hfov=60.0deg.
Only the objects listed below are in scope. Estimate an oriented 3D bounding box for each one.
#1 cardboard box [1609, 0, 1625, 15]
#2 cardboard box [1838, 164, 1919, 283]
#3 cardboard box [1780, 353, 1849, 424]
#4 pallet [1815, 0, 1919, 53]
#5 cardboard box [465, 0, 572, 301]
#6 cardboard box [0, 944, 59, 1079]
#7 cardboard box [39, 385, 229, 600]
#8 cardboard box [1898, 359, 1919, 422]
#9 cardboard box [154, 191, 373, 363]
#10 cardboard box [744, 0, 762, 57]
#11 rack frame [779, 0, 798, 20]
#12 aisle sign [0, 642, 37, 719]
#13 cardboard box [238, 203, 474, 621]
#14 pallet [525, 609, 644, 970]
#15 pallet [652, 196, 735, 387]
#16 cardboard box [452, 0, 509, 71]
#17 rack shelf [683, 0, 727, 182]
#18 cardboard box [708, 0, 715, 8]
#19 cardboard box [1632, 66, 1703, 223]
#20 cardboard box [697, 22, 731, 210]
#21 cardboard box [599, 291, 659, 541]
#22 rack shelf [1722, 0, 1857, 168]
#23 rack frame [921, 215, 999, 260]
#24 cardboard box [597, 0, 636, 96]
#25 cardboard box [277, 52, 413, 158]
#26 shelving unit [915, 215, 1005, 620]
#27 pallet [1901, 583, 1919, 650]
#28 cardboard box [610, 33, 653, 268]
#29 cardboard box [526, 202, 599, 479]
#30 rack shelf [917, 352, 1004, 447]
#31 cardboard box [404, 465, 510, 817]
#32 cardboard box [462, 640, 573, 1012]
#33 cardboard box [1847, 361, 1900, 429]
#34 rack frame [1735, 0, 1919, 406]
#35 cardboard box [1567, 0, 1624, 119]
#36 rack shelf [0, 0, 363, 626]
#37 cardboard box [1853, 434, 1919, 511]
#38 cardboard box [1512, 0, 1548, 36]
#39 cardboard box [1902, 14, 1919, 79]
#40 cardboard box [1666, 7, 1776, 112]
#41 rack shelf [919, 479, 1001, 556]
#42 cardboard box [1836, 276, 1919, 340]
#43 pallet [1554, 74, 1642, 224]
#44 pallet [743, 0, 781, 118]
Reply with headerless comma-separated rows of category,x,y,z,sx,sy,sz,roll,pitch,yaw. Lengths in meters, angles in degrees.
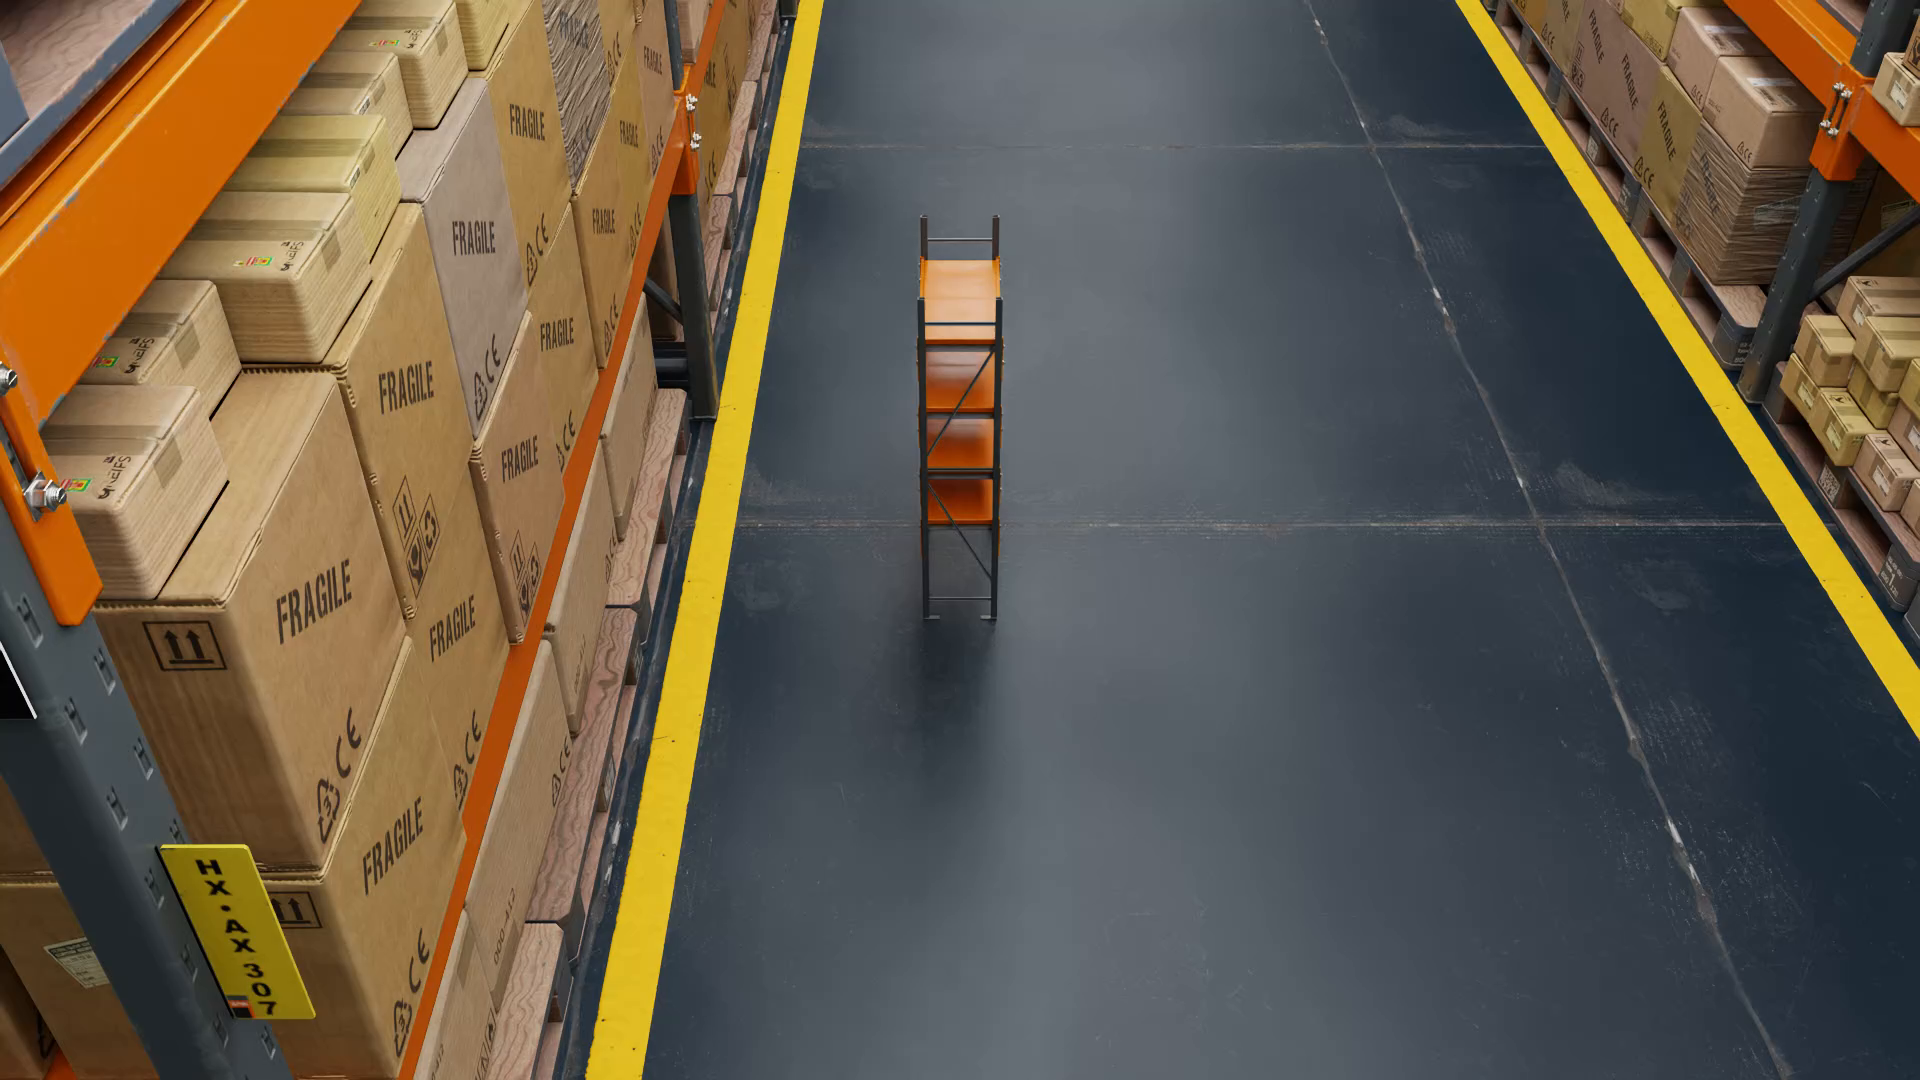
cardboard box,3.268,-2.651,7.722,0.500,0.250,0.500,0,39,0
cardboard box,3.790,-1.377,6.732,0.500,0.500,0.500,1,39,2
cardboard box,3.205,-0.550,5.981,0.380,0.149,0.250,-2,39,-2
pallet,3.670,-2.129,6.162,1.003,0.211,1.213,0,39,0
cardboard box,-1.153,-0.844,3.526,0.500,0.500,0.500,0,39,0
cardboard box,-1.685,0.502,2.645,0.500,0.500,0.500,0,39,0
cardboard box,-1.143,-0.062,2.031,0.380,0.149,0.250,1,39,1
cardboard box,3.310,-0.464,5.398,0.380,0.149,0.250,-1,39,-1
cardboard box,-1.100,-0.389,2.438,0.380,0.149,0.250,1,39,1
cardboard box,-1.511,-3.063,8.537,0.875,0.875,0.875,0,39,0
rack frame,-1.429,-4.161,8.543,1.000,3.000,0.127,0,39,0
aisle sign,-1.129,-0.128,1.432,0.394,0.787,0.004,0,39,0
cardboard box,-1.143,-0.211,2.735,0.500,0.500,0.500,-1,39,-1
pallet,-1.497,0.669,4.746,1.003,0.211,1.213,0,39,0
pallet,-1.500,-1.054,6.896,1.003,0.211,1.213,0,39,0
cardboard box,-1.103,-1.032,3.241,0.380,0.149,0.250,-1,39,-1
rack shelf,-1.426,-2.629,7.208,1.077,0.370,4.000,0,39,0
cardboard box,-1.163,-2.200,6.216,0.500,0.250,0.500,-1,39,-1
cardboard box,3.273,-1.698,7.133,0.500,0.500,0.500,-1,39,-1
cardboard box,-1.514,-1.947,7.144,0.875,0.875,0.875,1,39,1
cardboard box,-1.531,-0.431,5.602,0.875,0.438,0.875,-1,39,-1
rack shelf,3.524,-2.696,7.291,1.077,0.370,4.000,0,39,0
rack frame,0.000,-0.517,5.436,0.240,1.200,0.015,0,39,0
cardboard box,-1.155,-1.476,4.314,0.500,0.500,0.500,-1,39,-1
cardboard box,-1.172,-0.718,2.849,0.380,0.149,0.250,0,39,0
shelving unit,0.000,-0.365,5.246,0.258,1.200,0.503,0,39,0
pallet,3.566,0.547,4.899,1.003,0.211,1.213,0,39,0
cardboard box,-1.162,-1.087,4.627,0.500,0.500,0.500,-1,39,-1
cardboard box,-1.161,-0.445,3.827,0.500,0.500,0.500,1,39,1
rack shelf,0.000,-0.487,5.148,0.258,0.148,0.480,0,39,0
cardboard box,-1.161,0.186,3.039,0.500,0.500,0.500,-1,39,-1
cardboard box,-1.530,0.693,4.199,0.875,0.438,0.875,1,39,1
cardboard box,3.296,-0.508,5.692,0.380,0.149,0.250,0,39,0
rack frame,3.526,-1.726,5.505,1.000,3.000,0.127,0,39,0
cardboard box,3.276,-2.338,7.932,0.500,0.500,0.500,-1,39,-1
rack shelf,-1.422,-1.298,3.148,1.077,0.370,4.000,0,39,0
cardboard box,3.258,-0.228,5.579,0.380,0.149,0.250,0,39,0
cardboard box,3.267,-2.973,8.725,0.500,0.500,0.500,-2,39,-2
cardboard box,3.274,-1.571,4.994,0.500,0.500,0.500,-1,39,-1
cardboard box,3.285,-1.994,6.903,0.500,0.250,0.500,2,39,2
rack shelf,0.000,-0.157,5.412,0.258,0.148,0.480,0,39,0
cardboard box,3.319,-0.794,5.810,0.380,0.149,0.250,1,39,2
pallet,3.519,-1.890,7.939,1.003,0.211,1.213,0,39,0
pallet,-1.503,-2.579,8.800,1.003,0.211,1.213,0,39,0
